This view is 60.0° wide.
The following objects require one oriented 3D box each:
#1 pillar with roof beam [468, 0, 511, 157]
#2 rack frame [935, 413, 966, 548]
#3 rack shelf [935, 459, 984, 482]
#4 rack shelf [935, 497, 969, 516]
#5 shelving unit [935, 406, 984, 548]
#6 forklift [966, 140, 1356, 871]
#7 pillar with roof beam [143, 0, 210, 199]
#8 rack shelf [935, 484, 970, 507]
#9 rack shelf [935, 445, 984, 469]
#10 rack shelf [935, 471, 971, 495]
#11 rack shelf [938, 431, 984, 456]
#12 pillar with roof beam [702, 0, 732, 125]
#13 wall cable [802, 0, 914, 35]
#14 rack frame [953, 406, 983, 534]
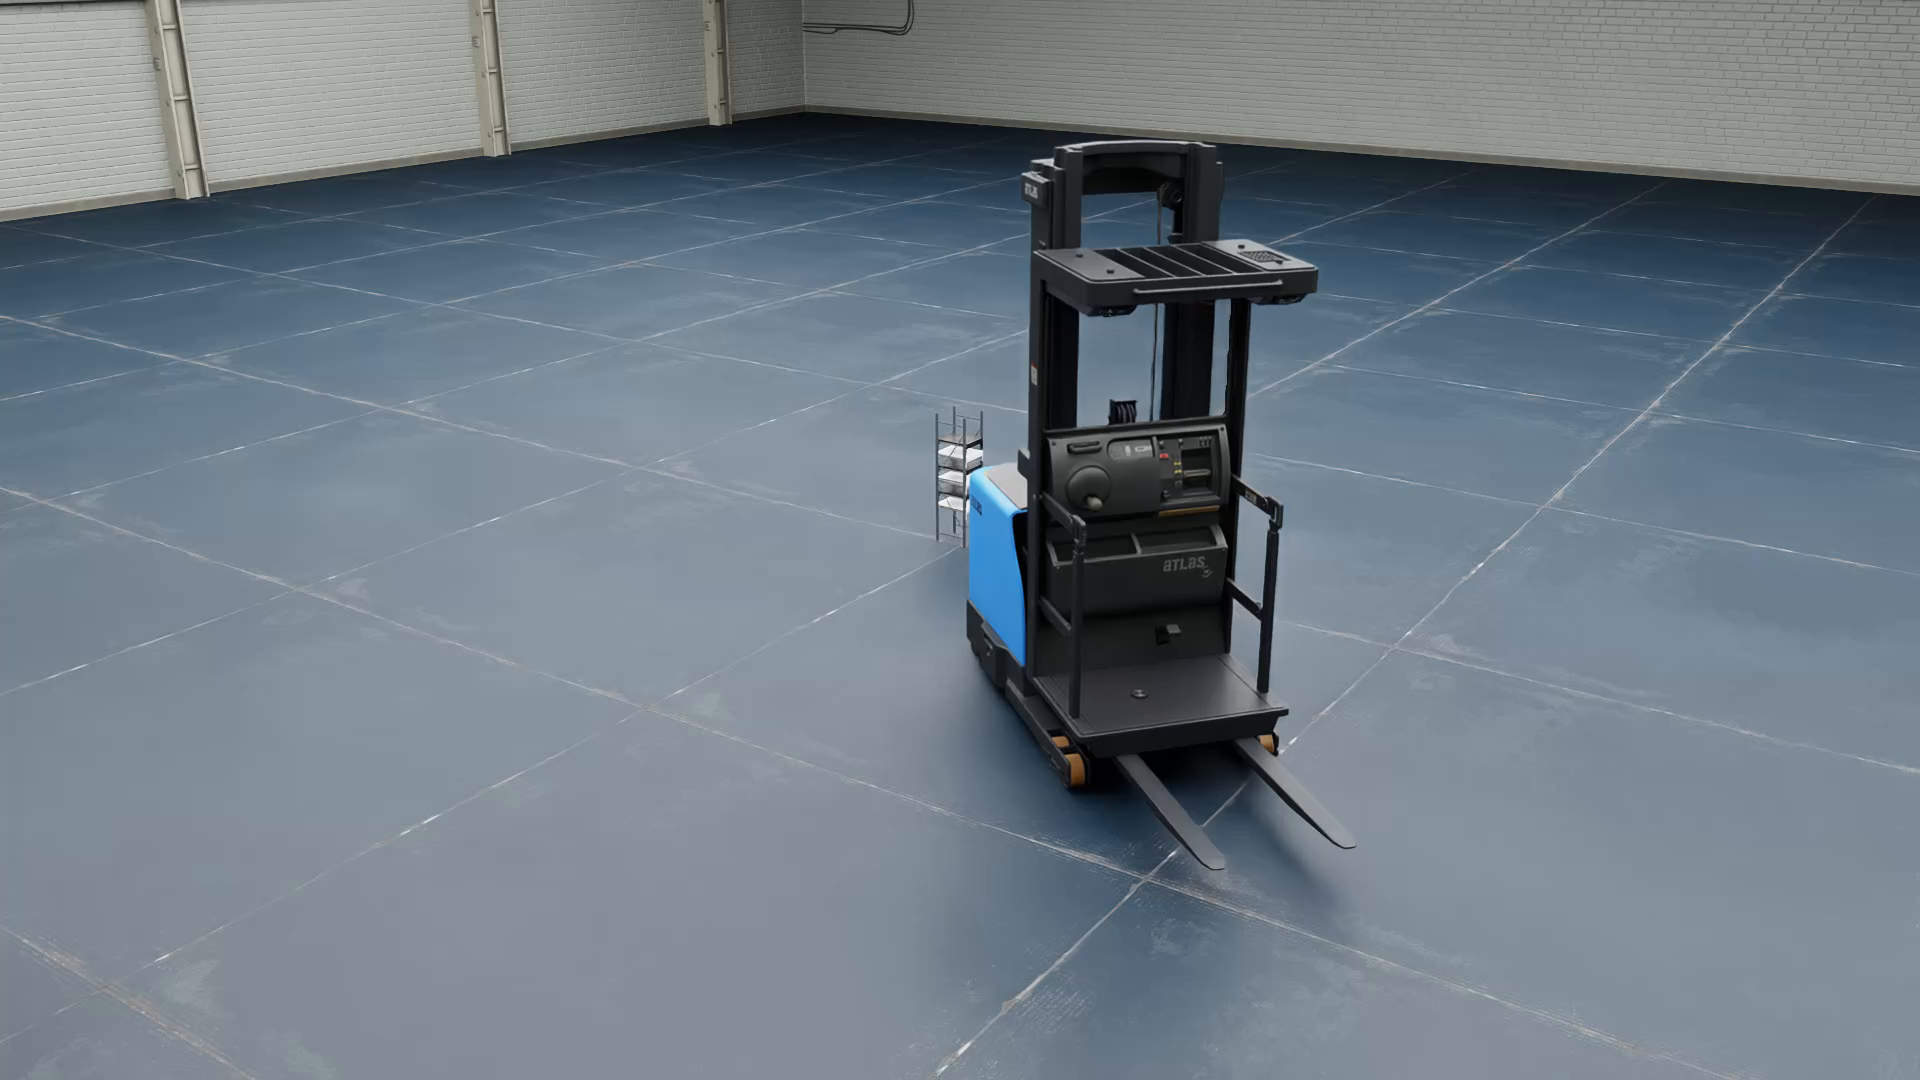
[{"bbox_3d":[-4.826,-10.360,26.303,9.100,9.000,0.400,13,24,32],"label":"pillar with roof beam"},{"bbox_3d":[-0.062,-0.391,11.024,0.240,0.900,0.006,13,24,32],"label":"rack frame"},{"bbox_3d":[-0.005,-0.473,11.083,0.258,0.077,0.200,13,24,32],"label":"rack shelf"},{"bbox_3d":[-0.005,-0.220,11.177,0.258,0.077,0.200,13,24,32],"label":"rack shelf"},{"bbox_3d":[-0.005,-0.420,11.103,0.258,0.900,0.210,13,24,32],"label":"shelving unit"},{"bbox_3d":[0.943,-0.330,7.932,1.130,2.935,3.031,-6,21,-15],"label":"forklift"},{"bbox_3d":[-8.198,-8.639,21.649,9.100,9.000,0.400,13,24,32],"label":"pillar with roof beam"},{"bbox_3d":[-0.005,-0.304,11.145,0.258,0.077,0.200,13,24,32],"label":"rack shelf"},{"bbox_3d":[-0.005,-0.557,11.052,0.258,0.077,0.200,13,24,32],"label":"rack shelf"},{"bbox_3d":[-0.005,-0.388,11.114,0.258,0.077,0.200,13,24,32],"label":"rack shelf"},{"bbox_3d":[-0.005,-0.642,11.020,0.258,0.077,0.200,13,24,32],"label":"rack shelf"},{"bbox_3d":[-1.453,-12.082,30.957,9.100,9.000,0.400,13,24,32],"label":"pillar with roof beam"},{"bbox_3d":[-2.263,-12.053,35.353,3.097,2.526,0.112,13,24,32],"label":"wall cable"},{"bbox_3d":[0.053,-0.449,11.181,0.240,0.900,0.006,13,24,32],"label":"rack frame"}]
